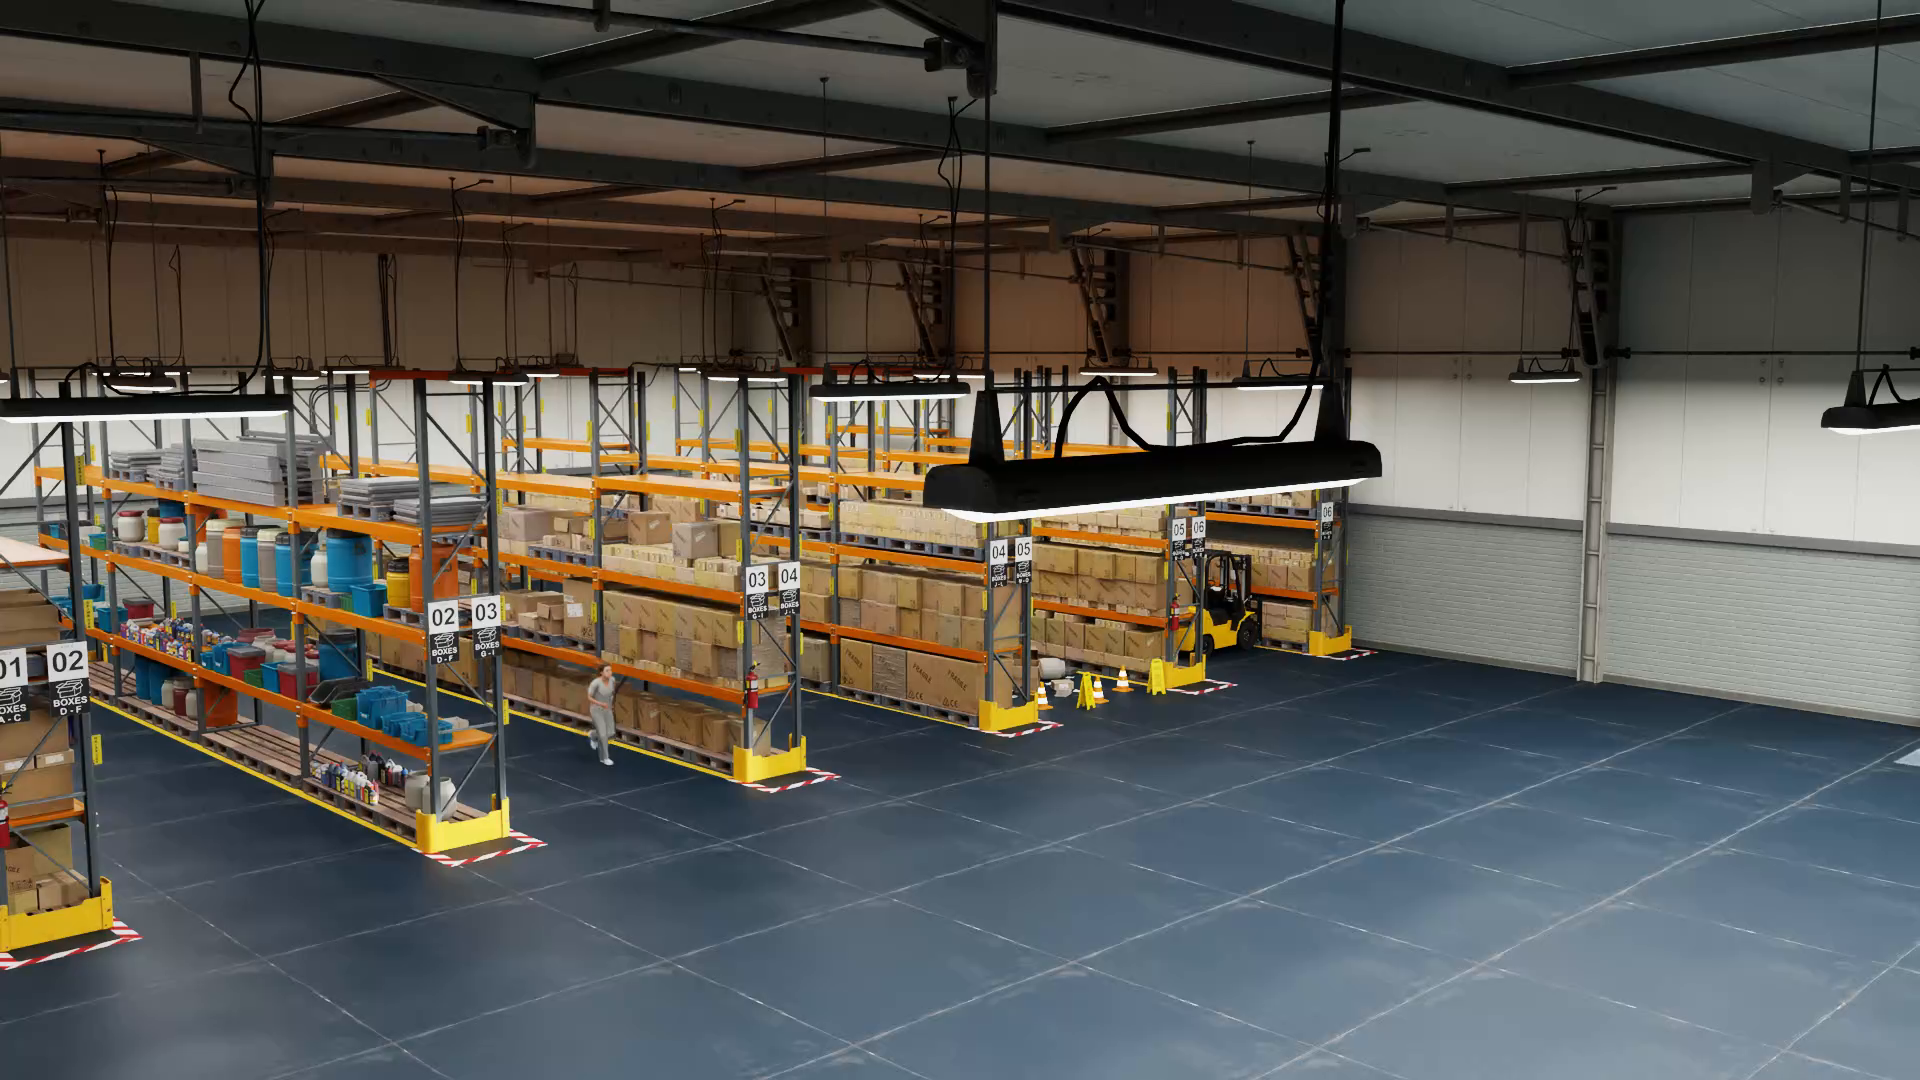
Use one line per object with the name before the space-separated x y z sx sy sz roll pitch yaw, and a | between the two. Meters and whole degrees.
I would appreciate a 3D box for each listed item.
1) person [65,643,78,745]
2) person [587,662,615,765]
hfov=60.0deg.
person | -14.512 2.525 27.086 0.857 1.633 0.538 5 8 36
person | -5.525 2.657 25.602 0.549 1.612 0.713 -6 9 -41
